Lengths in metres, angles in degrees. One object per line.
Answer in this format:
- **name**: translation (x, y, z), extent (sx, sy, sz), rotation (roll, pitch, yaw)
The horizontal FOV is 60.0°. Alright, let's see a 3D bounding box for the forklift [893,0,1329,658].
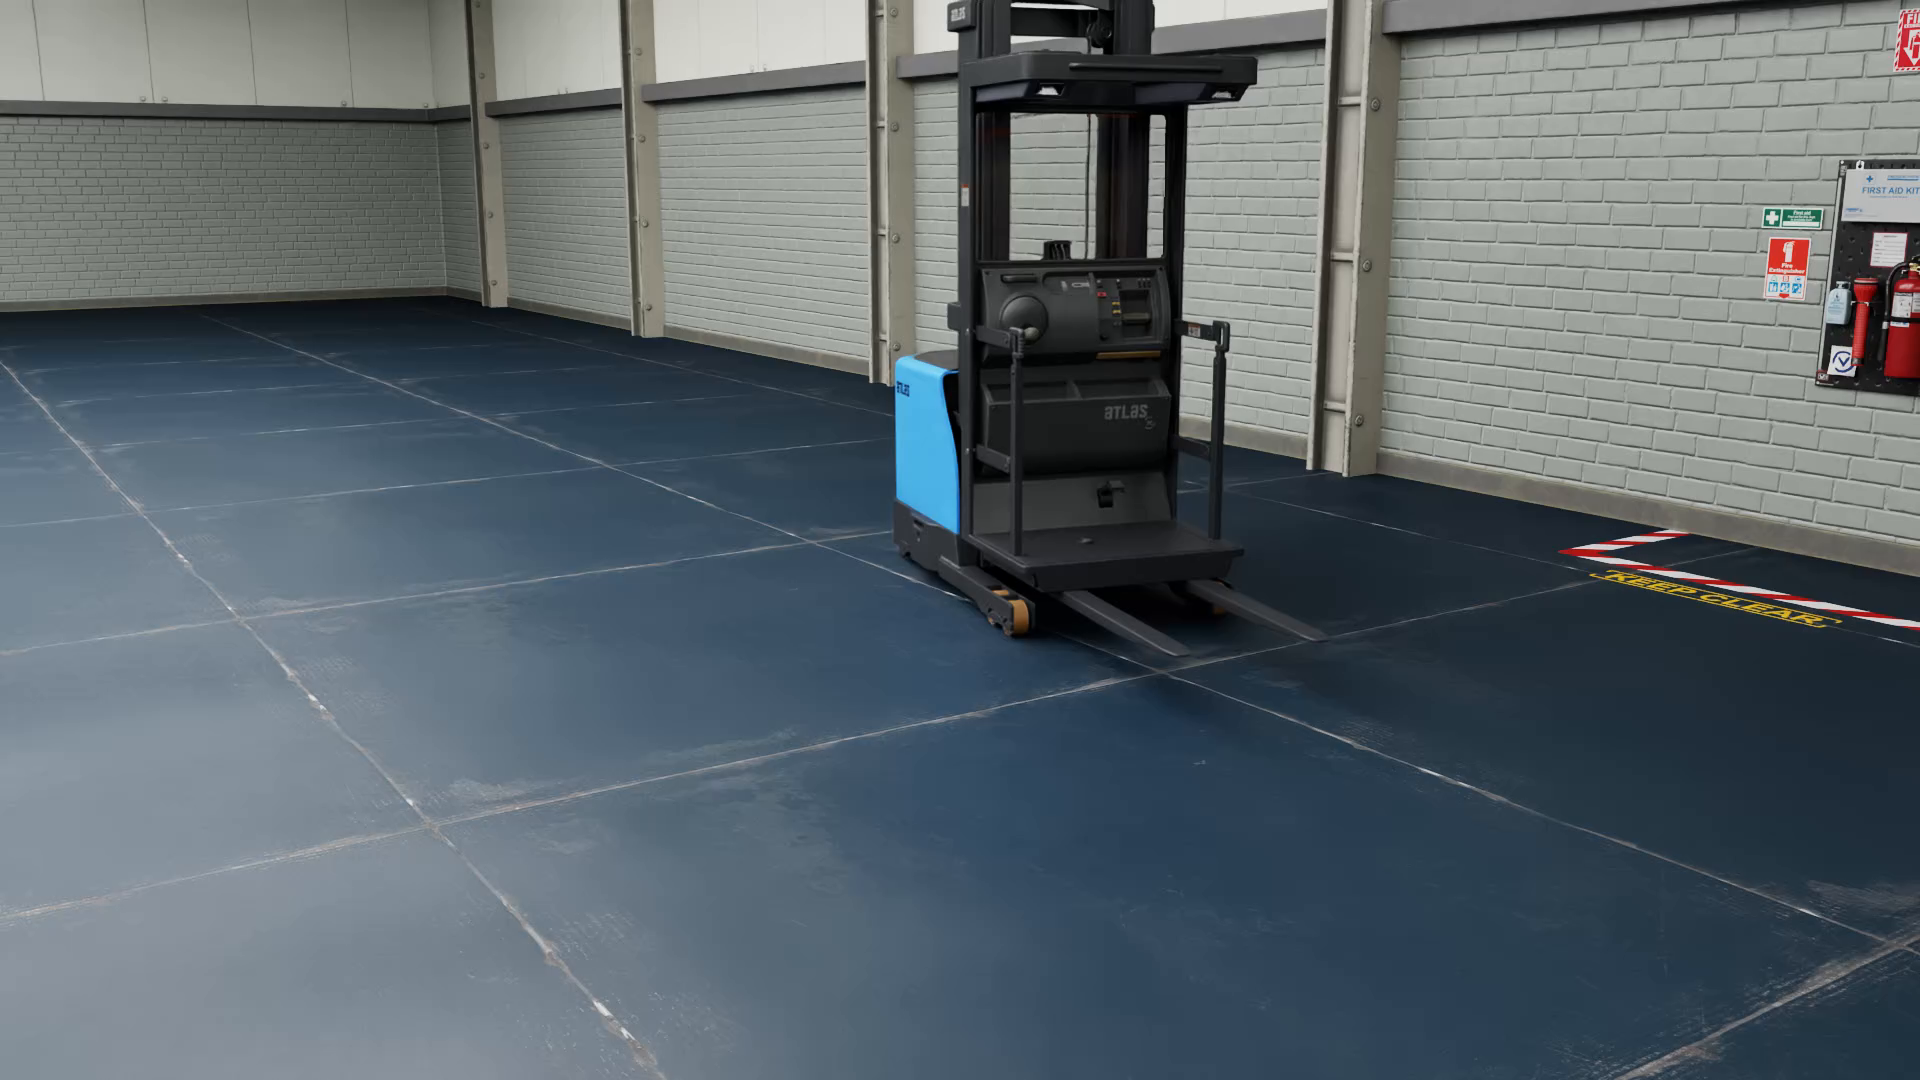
- **forklift**: translation (0.621, -1.102, 7.540), extent (1.130, 2.935, 3.031), rotation (-4, 13, -19)

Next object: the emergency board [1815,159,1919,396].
- **emergency board**: translation (4.645, -1.324, 8.397), extent (0.194, 1.169, 0.643), rotation (-8, 15, -33)

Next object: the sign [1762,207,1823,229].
- **sign**: translation (4.420, -1.709, 8.833), extent (0.001, 0.109, 0.331), rotation (-8, 15, -33)

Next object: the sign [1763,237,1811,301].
- **sign**: translation (4.425, -1.452, 8.898), extent (0.001, 0.329, 0.234), rotation (-8, 15, -33)

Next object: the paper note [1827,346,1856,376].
- **paper note**: translation (4.605, -0.934, 8.672), extent (0.016, 0.148, 0.142), rotation (-8, 15, -33)

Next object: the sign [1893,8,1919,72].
- **sign**: translation (4.724, -2.470, 8.210), extent (0.001, 0.298, 0.199), rotation (-8, 15, -33)

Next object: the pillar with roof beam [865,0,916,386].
- **pillar with roof beam**: translation (-4.250, -5.436, 13.154), extent (9.100, 9.000, 0.400), rotation (-8, 15, -33)

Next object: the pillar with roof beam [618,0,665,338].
- **pillar with roof beam**: translation (-7.574, -6.503, 18.034), extent (9.100, 9.000, 0.400), rotation (-8, 15, -33)

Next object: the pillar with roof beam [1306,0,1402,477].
- **pillar with roof beam**: translation (-0.925, -4.369, 8.275), extent (9.100, 9.000, 0.400), rotation (-8, 15, -33)

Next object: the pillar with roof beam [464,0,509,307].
- **pillar with roof beam**: translation (-10.898, -7.570, 22.914), extent (9.100, 9.000, 0.400), rotation (-8, 15, -33)
